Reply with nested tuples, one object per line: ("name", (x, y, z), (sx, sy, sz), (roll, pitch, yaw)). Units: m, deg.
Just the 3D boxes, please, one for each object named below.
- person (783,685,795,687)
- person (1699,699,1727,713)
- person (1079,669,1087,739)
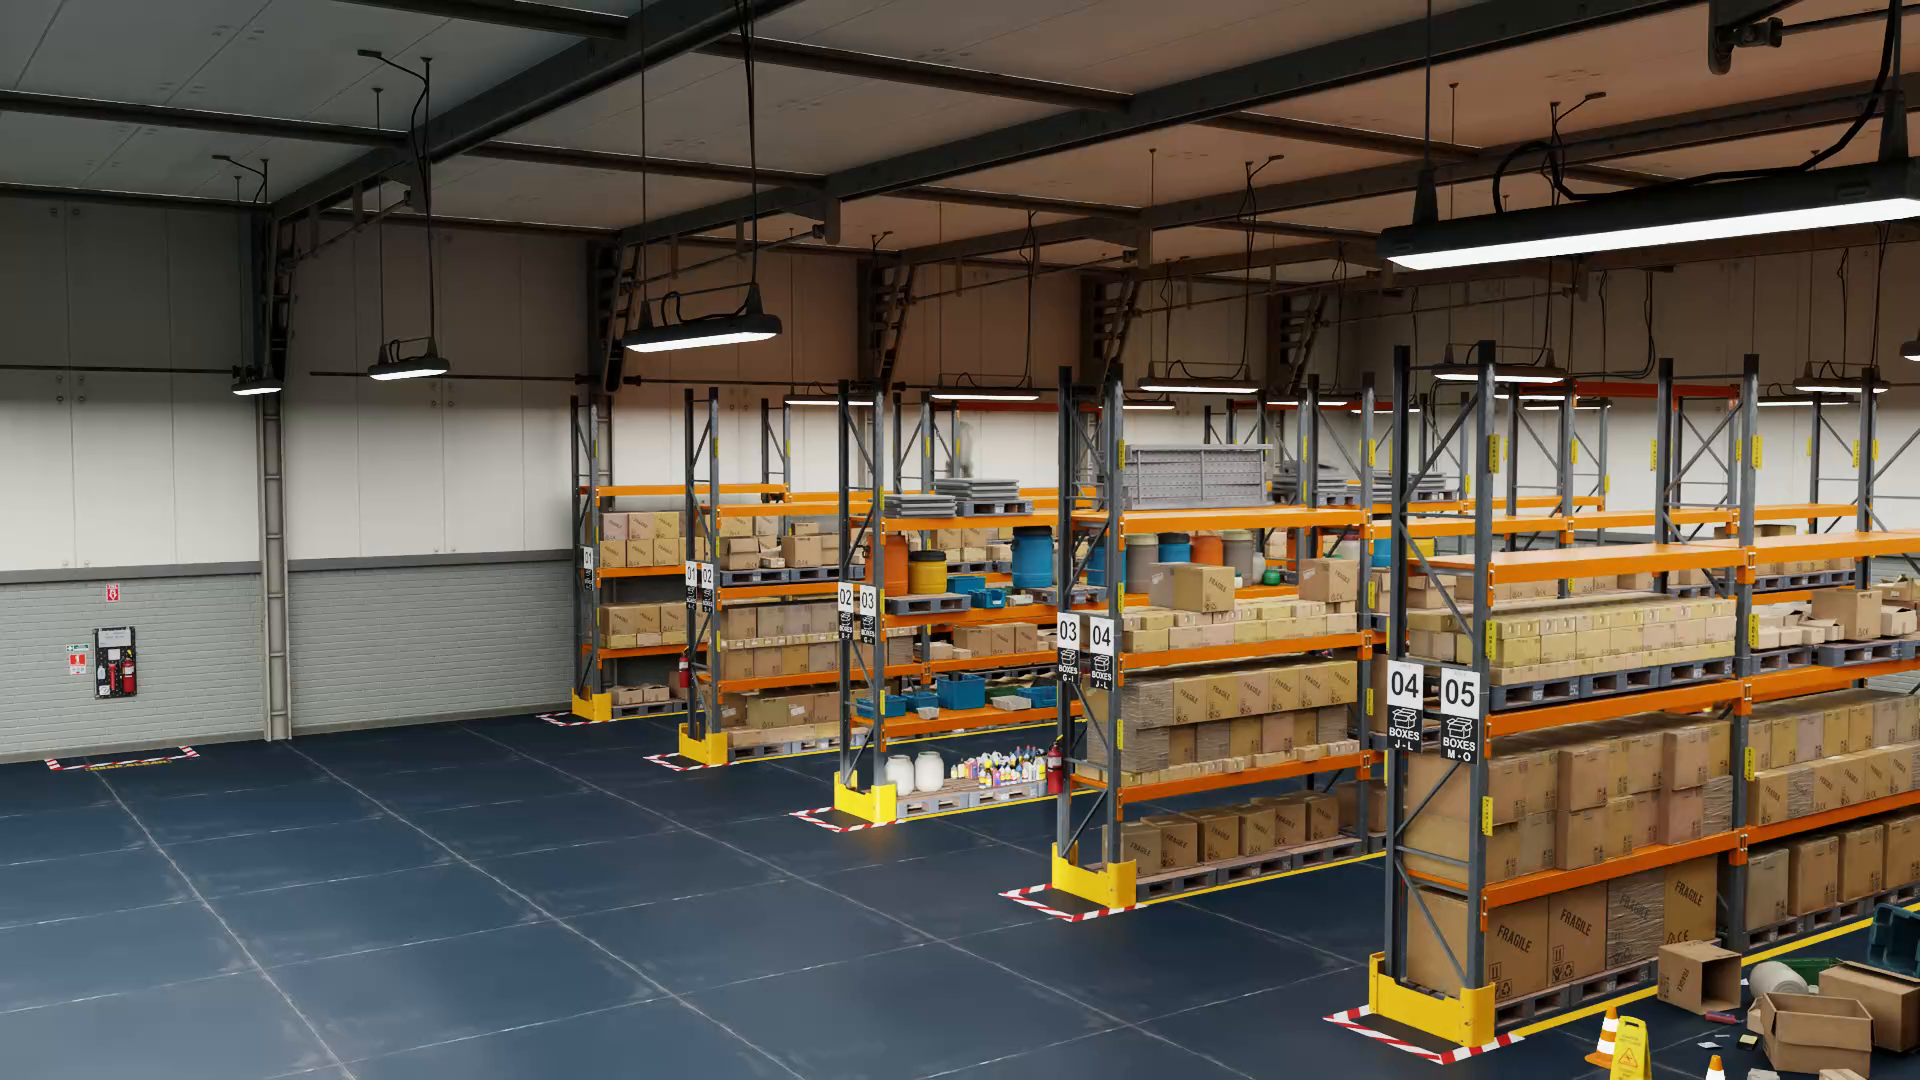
("person", (-3.230, 2.625, 29.838), (0.645, 1.496, 0.816), (2, 4, 31))
("person", (10.257, 2.900, 22.540), (0.912, 1.788, 0.690), (-3, 5, -44))
("person", (2.257, 2.809, 26.957), (0.922, 1.515, 0.624), (-2, 4, -24))
